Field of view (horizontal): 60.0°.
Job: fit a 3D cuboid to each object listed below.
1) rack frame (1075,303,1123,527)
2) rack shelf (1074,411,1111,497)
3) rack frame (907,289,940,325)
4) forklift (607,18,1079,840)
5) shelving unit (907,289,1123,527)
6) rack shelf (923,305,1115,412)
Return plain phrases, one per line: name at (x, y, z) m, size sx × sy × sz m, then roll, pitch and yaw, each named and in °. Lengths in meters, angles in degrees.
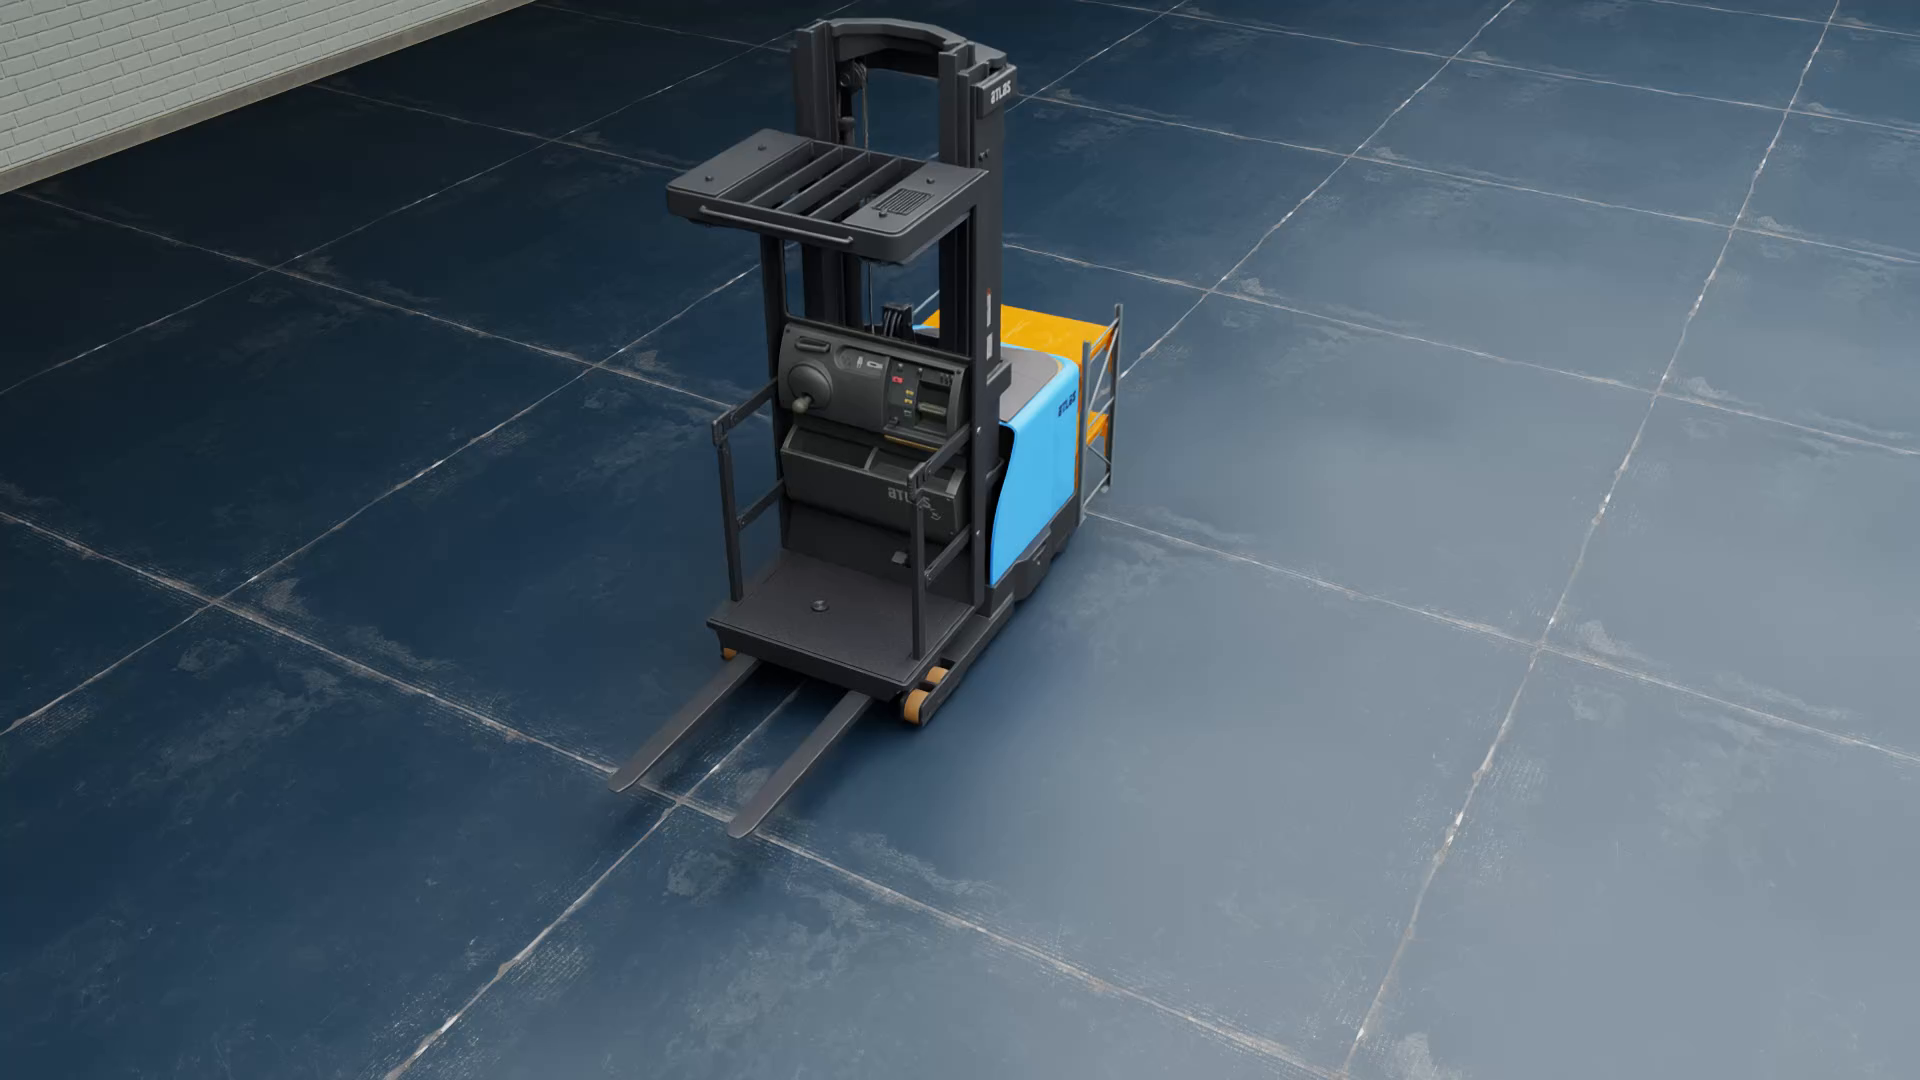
rack frame at (0.750, -0.670, 9.012) m, size 0.032 × 1.125 × 0.500 m, roll 15°, pitch 36°, yaw 21°
rack shelf at (0.291, -0.588, 9.330) m, size 1.000 × 0.278 × 0.538 m, roll 15°, pitch 36°, yaw 21°
rack frame at (-0.167, -0.913, 9.377) m, size 0.032 × 1.125 × 0.500 m, roll 15°, pitch 36°, yaw 21°
forklift at (-0.504, -0.643, 7.343) m, size 1.130 × 2.935 × 3.031 m, roll 16°, pitch 37°, yaw 23°
shelving unit at (0.291, -0.792, 9.195) m, size 1.048 × 1.125 × 0.538 m, roll 15°, pitch 36°, yaw 21°
rack shelf at (0.291, -1.035, 9.032) m, size 1.000 × 0.278 × 0.538 m, roll 15°, pitch 36°, yaw 21°
